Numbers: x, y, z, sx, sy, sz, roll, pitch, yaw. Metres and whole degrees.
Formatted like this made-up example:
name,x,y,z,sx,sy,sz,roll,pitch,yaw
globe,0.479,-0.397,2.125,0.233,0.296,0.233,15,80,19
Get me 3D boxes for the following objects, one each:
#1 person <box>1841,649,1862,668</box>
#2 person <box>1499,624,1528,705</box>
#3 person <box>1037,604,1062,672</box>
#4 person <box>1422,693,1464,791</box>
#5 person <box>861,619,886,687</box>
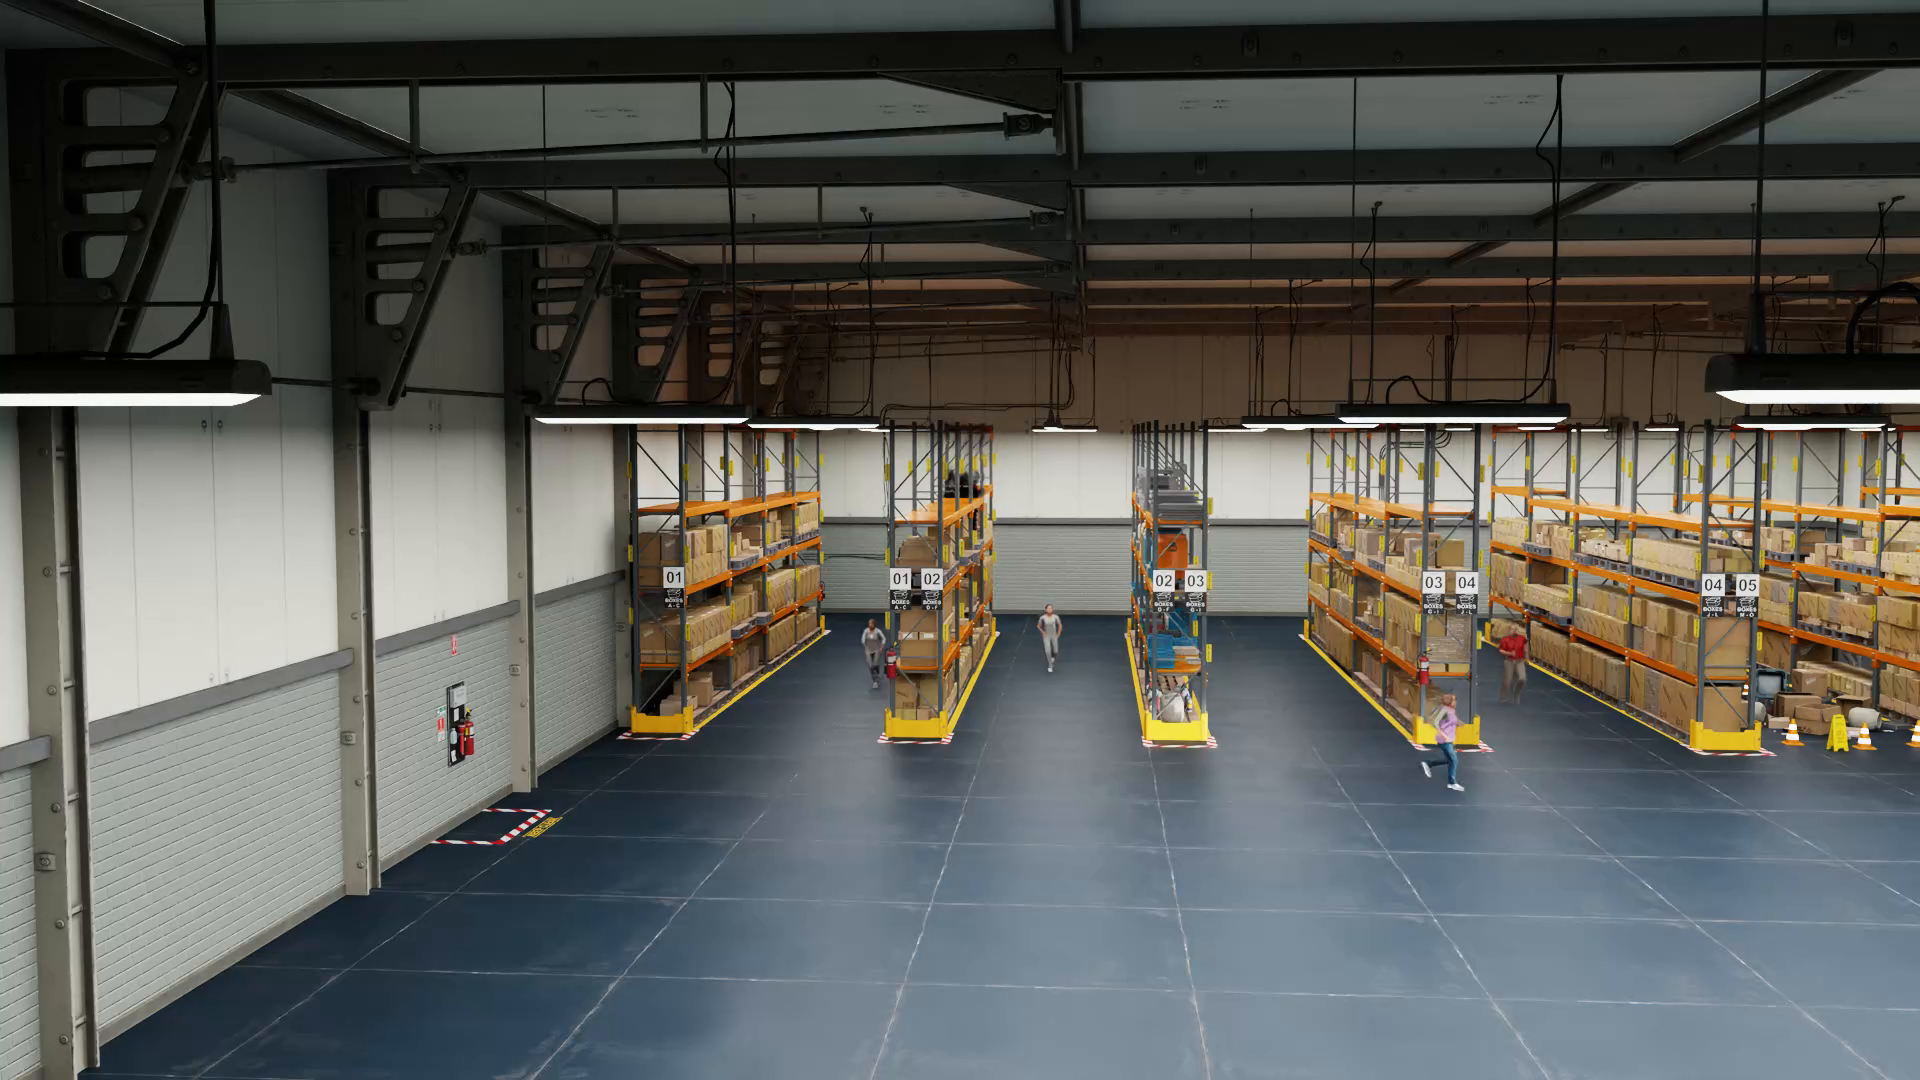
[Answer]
name,x,y,z,sx,sy,sz,roll,pitch,yaw
person,21.314,2.341,39.630,0.669,1.734,0.618,0,4,5
person,11.739,2.638,35.211,0.677,1.718,0.872,0,4,2
person,2.171,2.365,40.360,0.605,1.629,0.571,0,4,-6
person,7.797,3.251,26.891,0.695,1.576,0.559,3,5,37
person,-1.981,2.567,37.692,0.545,1.555,0.516,0,4,8
